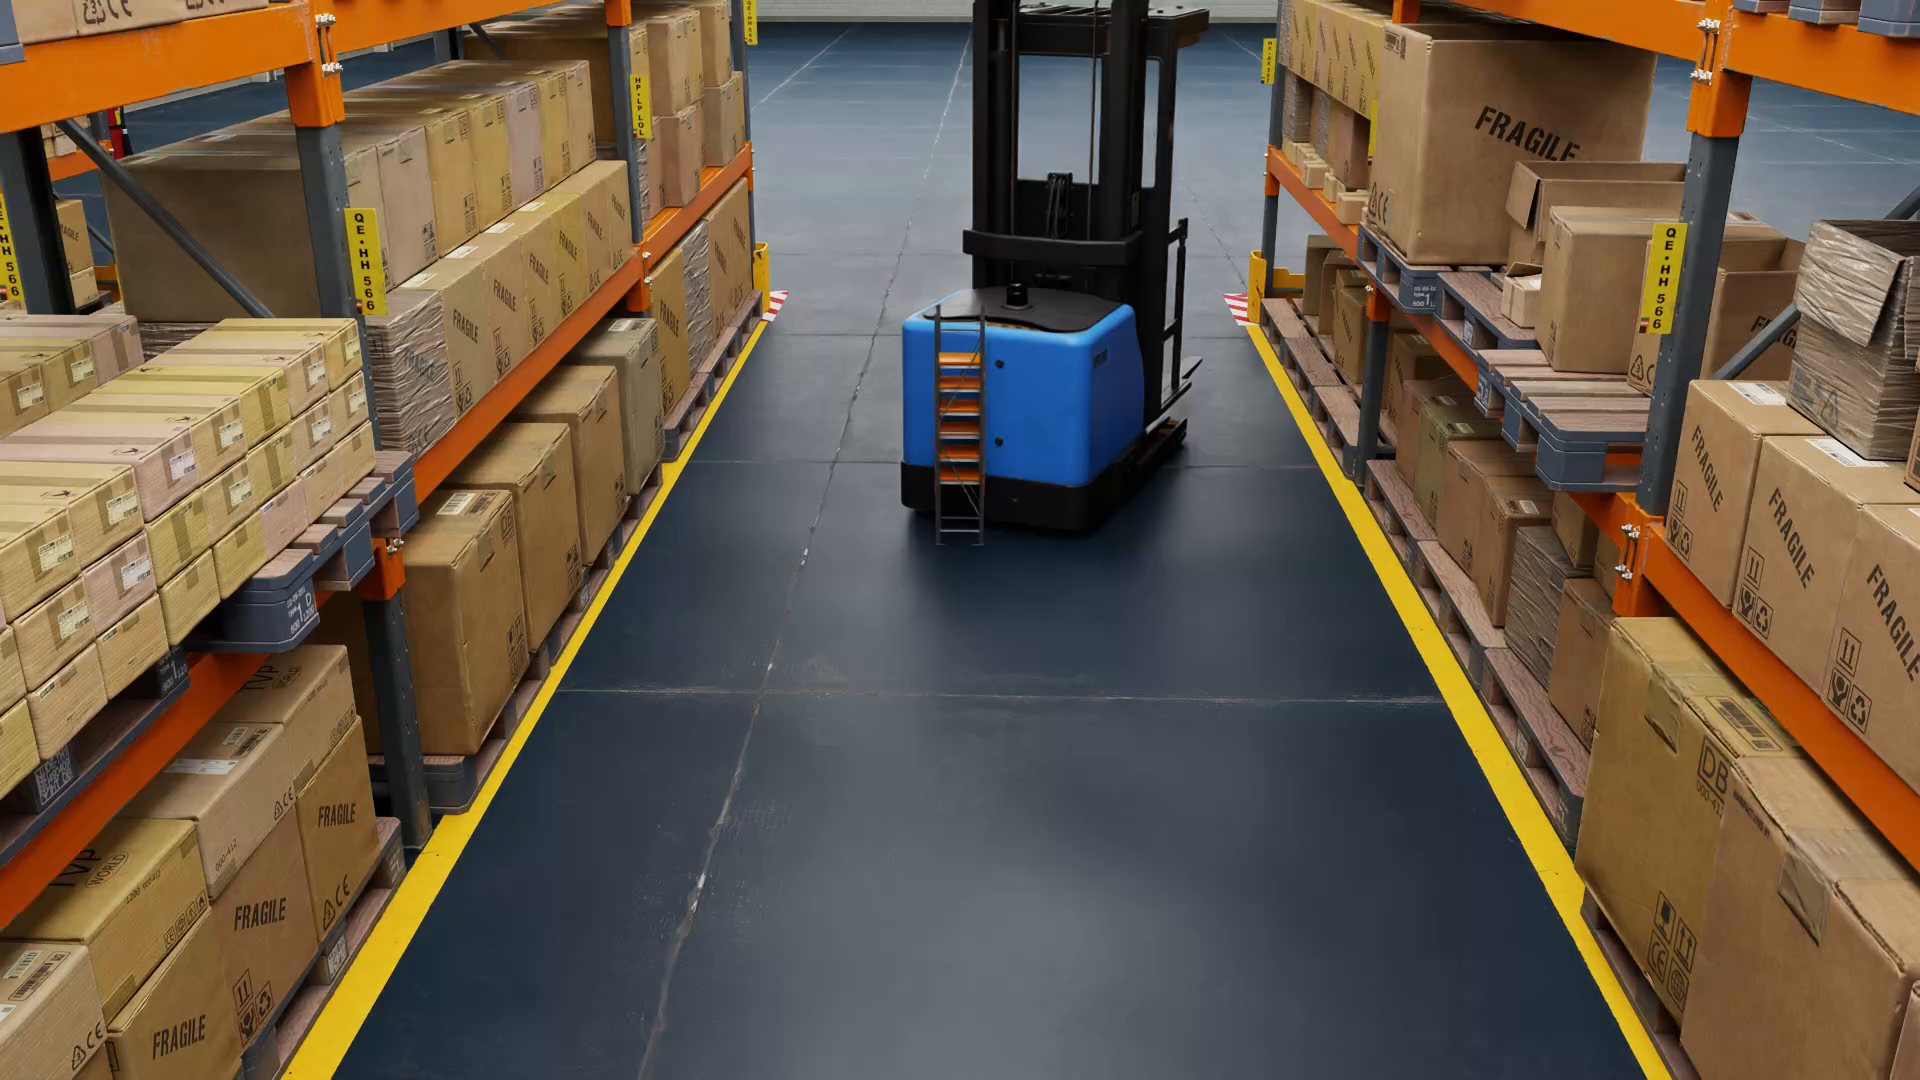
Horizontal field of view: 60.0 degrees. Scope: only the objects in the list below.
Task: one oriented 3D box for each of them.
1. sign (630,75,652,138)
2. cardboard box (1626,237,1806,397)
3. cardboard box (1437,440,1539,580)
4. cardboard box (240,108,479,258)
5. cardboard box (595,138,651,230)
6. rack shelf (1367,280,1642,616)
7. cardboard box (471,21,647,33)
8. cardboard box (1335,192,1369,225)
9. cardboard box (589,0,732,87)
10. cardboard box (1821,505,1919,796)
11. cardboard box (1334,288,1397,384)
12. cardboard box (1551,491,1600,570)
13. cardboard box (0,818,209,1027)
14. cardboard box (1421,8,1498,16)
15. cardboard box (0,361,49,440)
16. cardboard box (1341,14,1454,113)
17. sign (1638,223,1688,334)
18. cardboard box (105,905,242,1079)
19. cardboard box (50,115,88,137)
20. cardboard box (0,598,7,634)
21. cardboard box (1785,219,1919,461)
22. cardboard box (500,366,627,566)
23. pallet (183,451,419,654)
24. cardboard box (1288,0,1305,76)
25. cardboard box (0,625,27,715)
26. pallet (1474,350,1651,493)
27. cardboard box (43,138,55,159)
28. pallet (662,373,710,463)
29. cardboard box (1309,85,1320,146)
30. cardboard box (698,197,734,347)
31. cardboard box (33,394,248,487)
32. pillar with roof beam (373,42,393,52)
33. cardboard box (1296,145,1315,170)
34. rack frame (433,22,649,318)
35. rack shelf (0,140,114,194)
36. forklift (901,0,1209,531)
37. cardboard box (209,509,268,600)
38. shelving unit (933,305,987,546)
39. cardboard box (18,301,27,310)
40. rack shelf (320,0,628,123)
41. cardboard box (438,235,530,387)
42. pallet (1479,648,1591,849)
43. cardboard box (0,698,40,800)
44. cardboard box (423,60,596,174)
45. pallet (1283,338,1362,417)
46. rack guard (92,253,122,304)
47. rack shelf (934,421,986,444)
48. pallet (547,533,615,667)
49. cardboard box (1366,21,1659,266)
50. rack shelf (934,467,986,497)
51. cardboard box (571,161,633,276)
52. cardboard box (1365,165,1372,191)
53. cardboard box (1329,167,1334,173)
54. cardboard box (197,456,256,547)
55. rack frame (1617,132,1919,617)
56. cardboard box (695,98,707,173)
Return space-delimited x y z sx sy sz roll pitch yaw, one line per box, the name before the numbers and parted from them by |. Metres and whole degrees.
sign | -1.693 -2.294 8.803 0.100 0.325 0.005 1 21 2
cardboard box | 2.573 -0.694 5.452 0.500 0.500 0.500 -2 21 -5
cardboard box | 2.629 -0.146 7.605 0.700 0.500 0.500 -1 21 -3
cardboard box | -2.307 -1.390 6.445 0.700 0.500 0.500 0 21 1
cardboard box | -2.237 -1.997 9.321 0.875 0.550 0.550 1 21 2
rack shelf | 2.658 -0.644 7.036 1.077 0.370 4.000 1 21 2
cardboard box | -2.290 -2.700 9.640 0.875 0.550 0.550 1 21 2
cardboard box | 2.412 -1.938 9.723 0.380 0.149 0.250 1 21 2
cardboard box | -2.089 -3.479 11.649 0.875 0.550 0.550 1 21 2
cardboard box | 2.285 0.242 3.620 0.500 0.500 0.500 0 21 1
cardboard box | 2.721 -1.309 10.632 0.500 0.500 0.500 -1 21 -3
cardboard box | 2.593 -0.080 6.398 0.500 0.250 0.500 3 21 8
cardboard box | -2.152 0.889 3.928 0.500 0.250 0.500 1 21 3
cardboard box | 3.016 -2.875 9.860 0.500 0.500 0.500 1 21 2
cardboard box | -2.583 -0.352 4.234 0.380 0.149 0.250 1 21 1
cardboard box | 2.471 -2.700 9.410 0.500 0.500 0.500 1 21 2
sign | 2.054 -0.761 4.853 0.100 0.325 0.005 1 21 2
cardboard box | -2.136 1.242 4.055 0.500 0.500 0.500 0 21 -1
cardboard box | -6.806 -3.244 12.192 0.500 0.500 0.500 0 21 1
cardboard box | -1.969 0.138 2.970 0.380 0.149 0.250 1 21 4
cardboard box | 2.559 -0.506 4.161 0.797 0.503 0.637 1 21 3
cardboard box | -2.198 -0.366 7.855 1.050 0.750 0.750 1 21 2
pallet | -2.273 0.001 4.644 1.213 0.211 1.003 1 21 2
cardboard box | 2.529 -3.423 11.273 0.500 0.500 0.500 1 21 2
cardboard box | -1.973 0.270 3.042 0.380 0.149 0.250 0 21 1
pallet | 2.512 -0.425 5.744 1.213 0.211 1.003 1 21 2
cardboard box | -6.789 -2.818 11.991 0.380 0.149 0.250 0 21 1
pallet | -2.135 -0.767 10.215 1.003 0.211 1.213 1 21 2
cardboard box | 2.901 -2.953 11.444 0.875 0.500 0.500 1 21 2
cardboard box | -2.094 -1.881 11.586 0.875 0.875 0.875 0 21 1
cardboard box | -1.937 -0.239 3.942 0.380 0.149 0.250 1 21 3
pillar with roof beam | -7.916 -14.496 33.449 9.100 9.000 0.400 1 21 2
cardboard box | 2.557 -2.660 11.585 0.380 0.149 0.250 1 21 2
rack frame | -2.236 -1.793 9.004 1.000 3.000 0.127 1 21 2
rack shelf | -7.126 -2.199 11.044 1.077 0.370 4.000 1 21 2
forklift | 0.718 -1.913 9.408 1.130 2.935 3.031 8 23 21
cardboard box | -1.941 0.031 4.070 0.380 0.149 0.250 0 21 1
shelving unit | 0.000 -0.565 8.325 0.258 1.200 0.189 1 21 2
cardboard box | -6.844 -1.689 11.956 0.500 0.250 0.500 1 21 2
rack shelf | -2.297 -2.133 6.728 1.077 0.370 4.000 1 21 2
cardboard box | -2.046 -0.919 6.613 0.500 0.500 0.500 1 21 2
pallet | 2.622 0.762 6.274 1.003 0.211 1.213 1 21 2
cardboard box | -1.973 0.411 3.090 0.380 0.149 0.250 0 21 1
cardboard box | -2.245 -2.126 8.342 0.700 0.500 0.500 0 21 1
pallet | 2.738 -1.088 11.040 1.003 0.211 1.213 1 21 2
rack guard | -7.067 -2.065 13.159 1.175 0.500 0.348 1 21 2
rack shelf | 0.000 -0.523 8.341 0.258 0.103 0.180 1 21 2
pallet | -2.218 0.229 7.647 1.003 0.211 1.213 1 21 2
cardboard box | 2.555 -1.892 7.848 1.000 1.000 1.000 1 21 2
rack shelf | 0.000 -0.299 8.428 0.258 0.103 0.180 1 21 2
cardboard box | -1.985 -1.648 8.492 0.500 0.500 0.500 1 21 1
cardboard box | 2.845 -2.230 9.580 0.875 0.500 0.500 1 21 2
cardboard box | 2.576 -2.298 10.651 0.380 0.149 0.250 1 21 2
cardboard box | -1.937 -0.099 3.992 0.380 0.149 0.250 1 21 2
rack frame | 2.597 -0.256 5.042 1.000 3.000 0.127 1 21 2
cardboard box | -2.218 -2.775 11.326 0.875 0.550 0.550 1 21 2
